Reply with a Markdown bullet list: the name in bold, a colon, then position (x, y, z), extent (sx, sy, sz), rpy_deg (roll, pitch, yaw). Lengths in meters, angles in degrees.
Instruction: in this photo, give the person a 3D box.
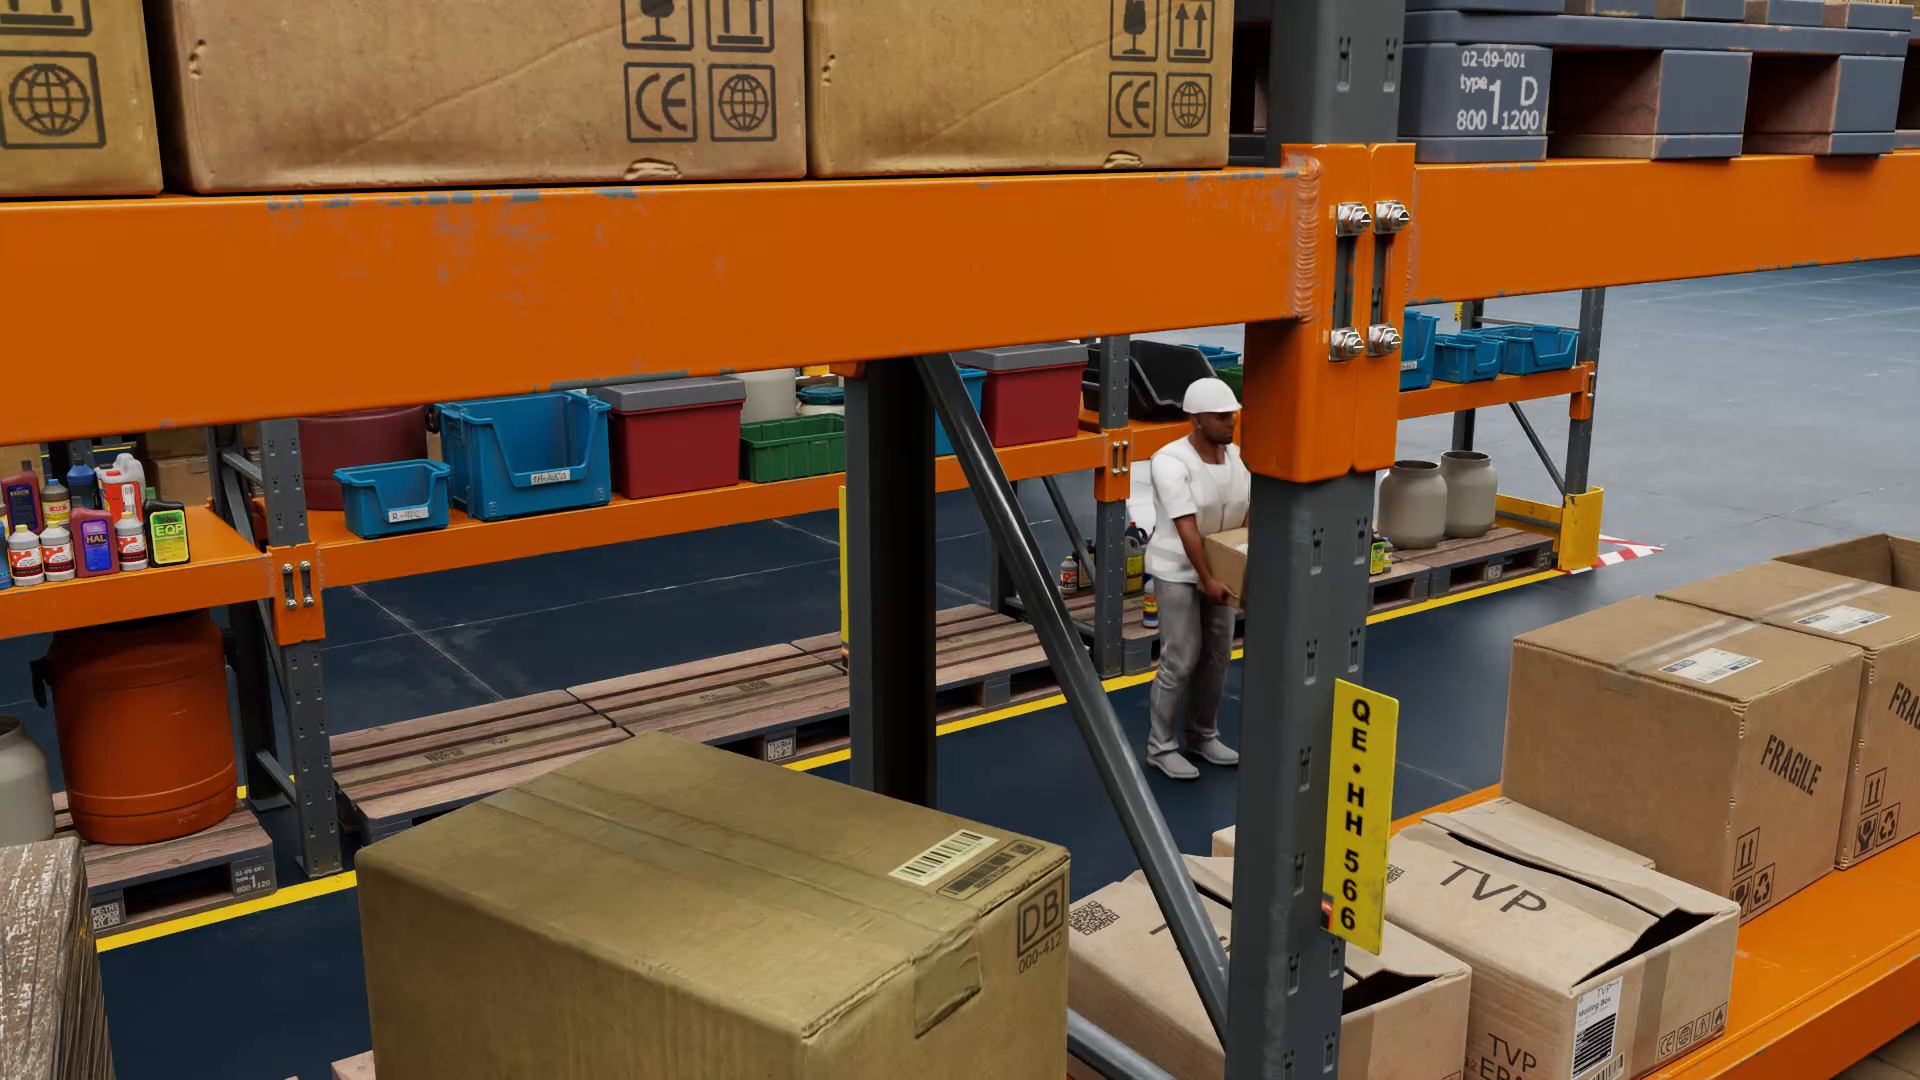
- **person**: position (1.109, 0.176, 7.281), extent (0.505, 1.761, 0.576), rpy_deg (-11, 18, -36)
